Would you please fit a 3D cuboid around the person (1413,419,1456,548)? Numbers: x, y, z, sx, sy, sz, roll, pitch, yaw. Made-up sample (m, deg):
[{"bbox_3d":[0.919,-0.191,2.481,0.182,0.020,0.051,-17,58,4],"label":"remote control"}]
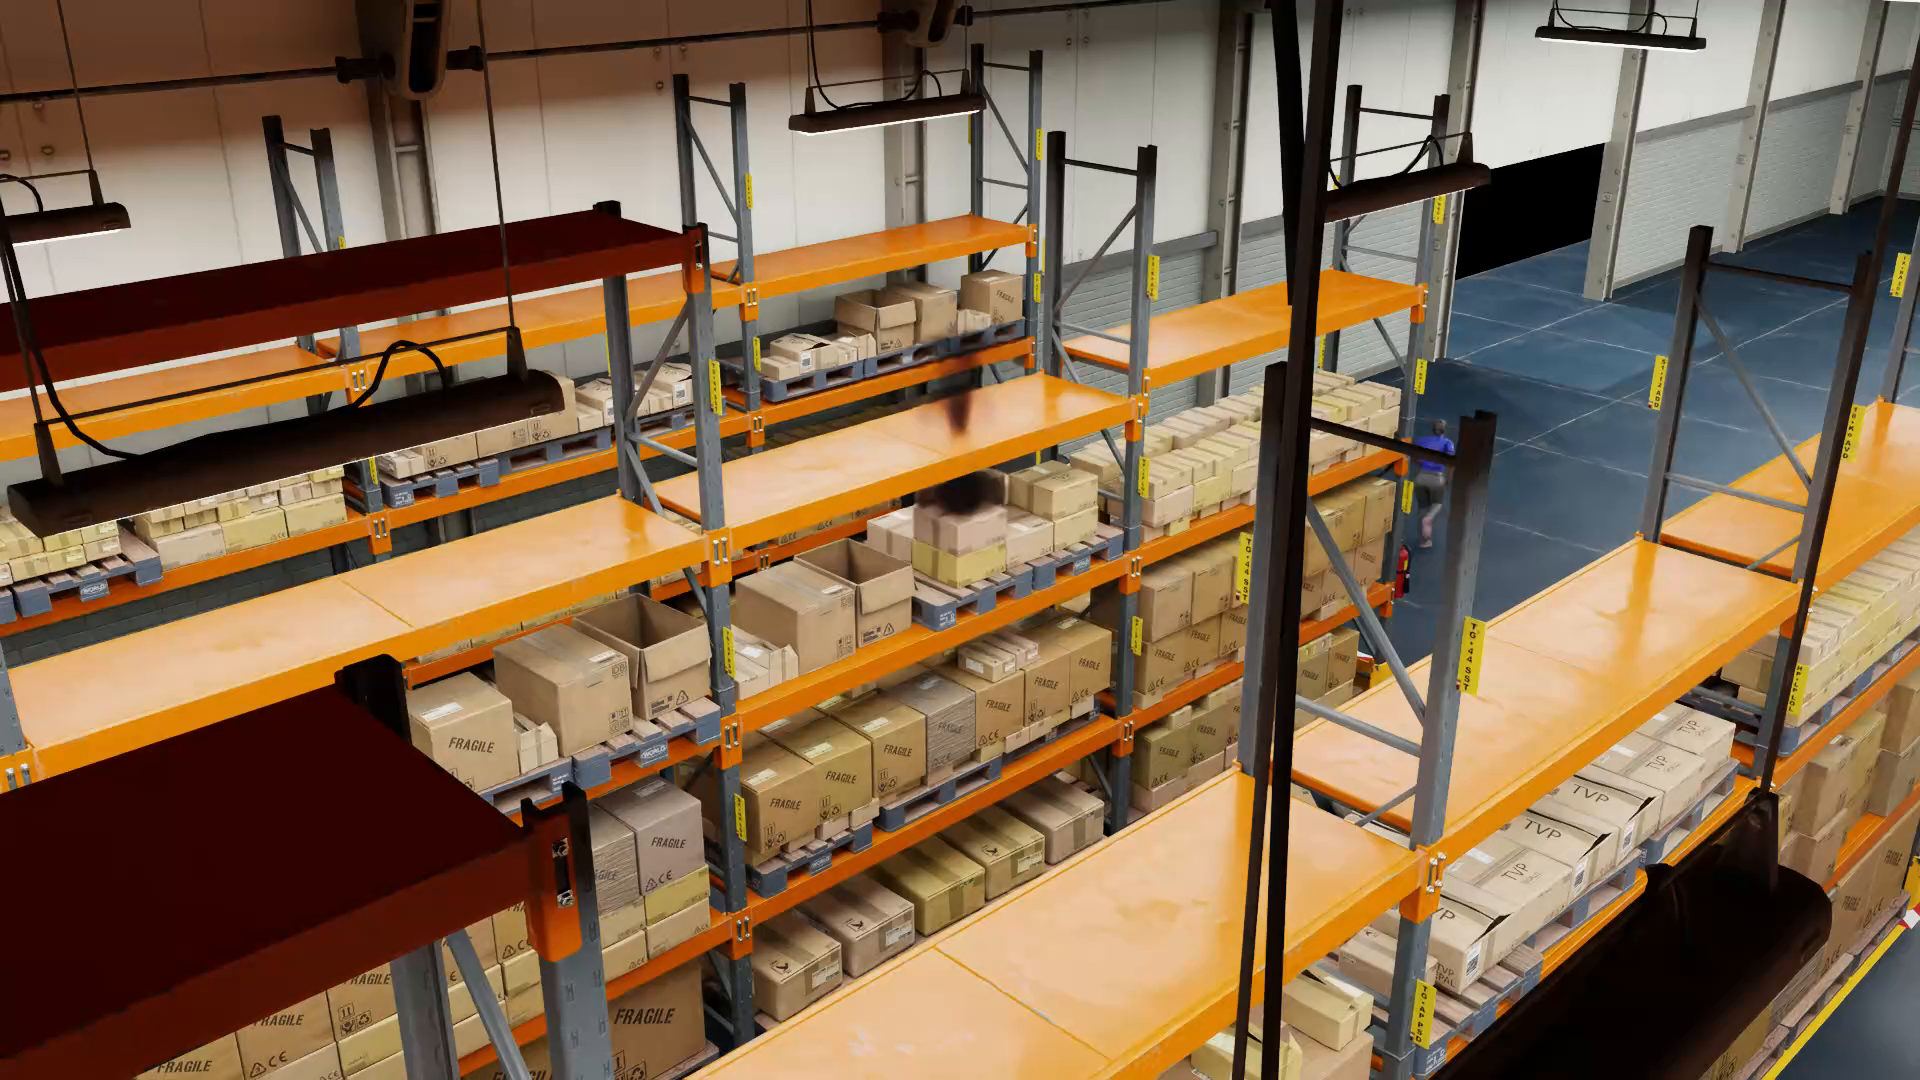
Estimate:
[{"bbox_3d":[5.837,-0.704,20.532,0.561,1.582,0.676,10,25,24],"label":"person"}]
